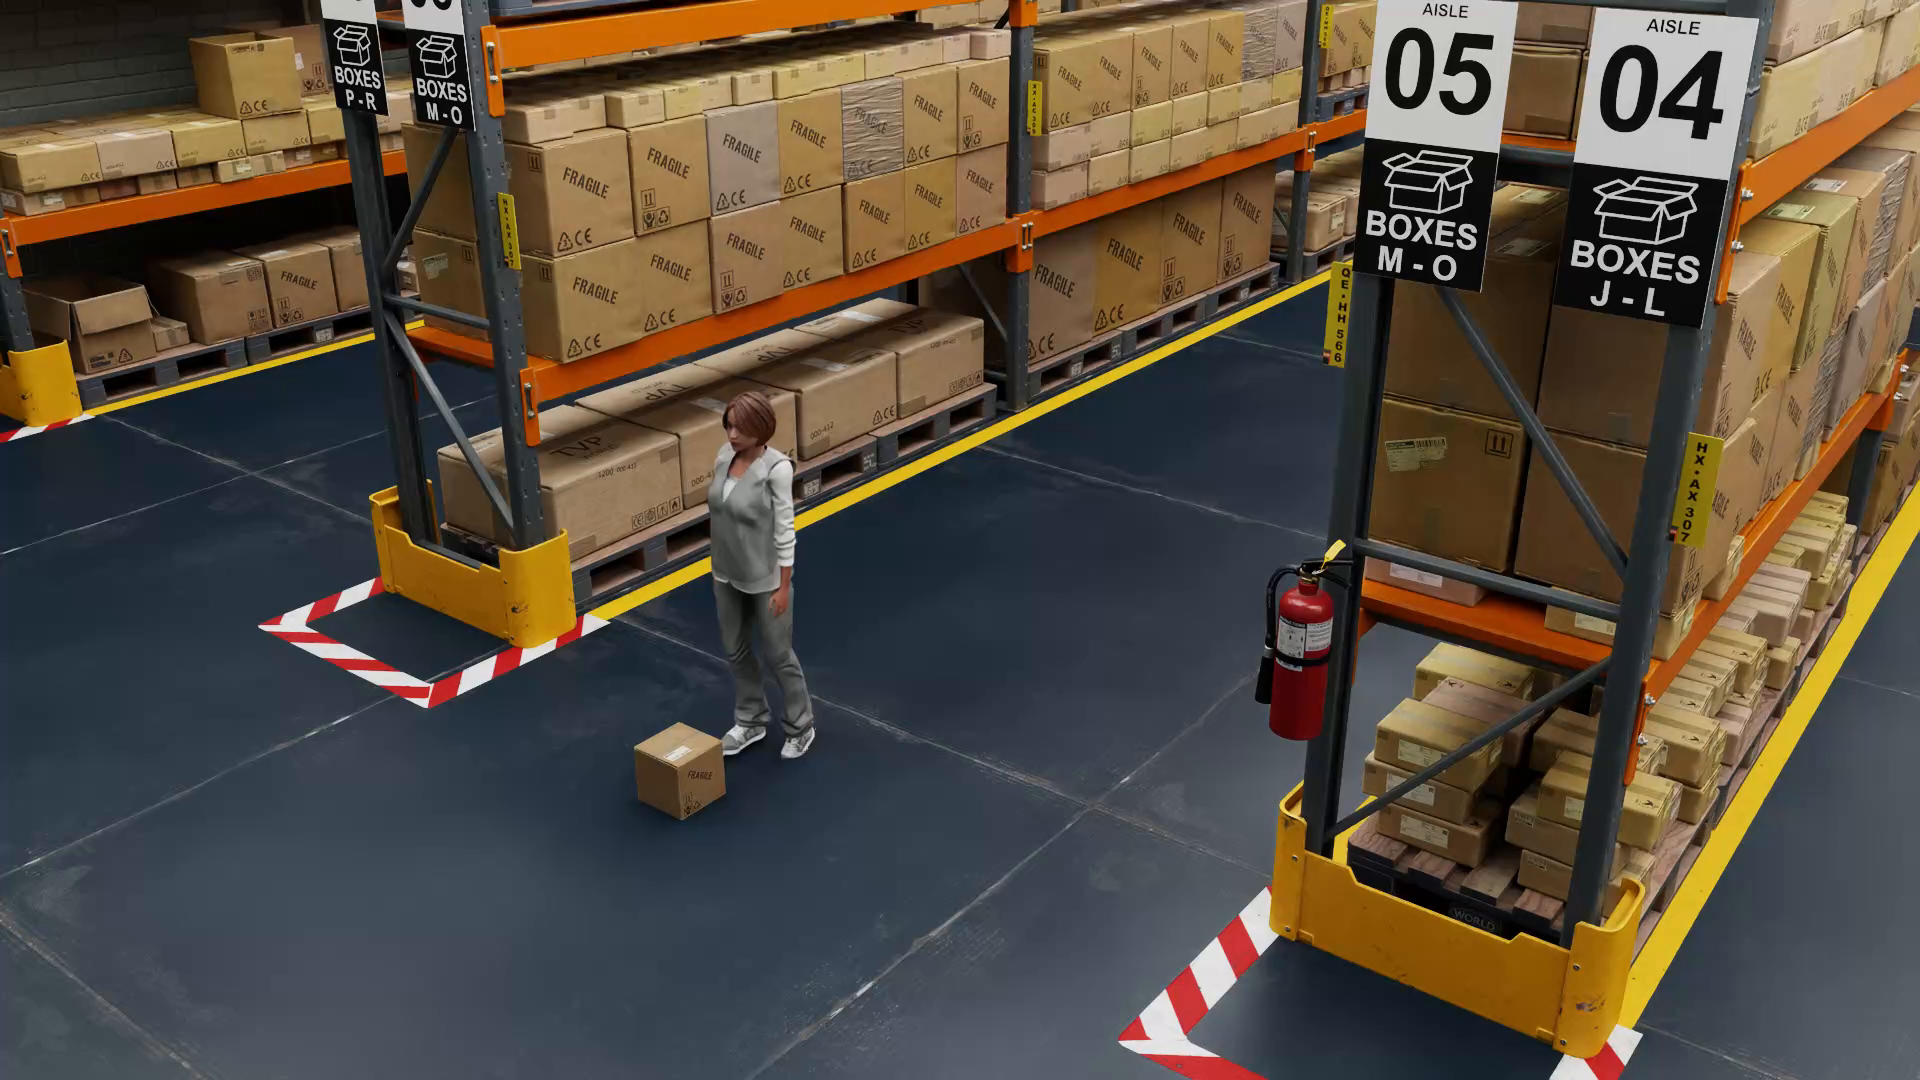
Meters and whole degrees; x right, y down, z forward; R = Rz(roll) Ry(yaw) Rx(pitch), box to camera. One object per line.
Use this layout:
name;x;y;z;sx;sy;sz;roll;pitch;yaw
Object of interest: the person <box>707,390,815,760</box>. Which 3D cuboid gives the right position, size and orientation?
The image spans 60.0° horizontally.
person;-0.828;0.199;6.771;0.412;1.621;0.365;18;29;34
